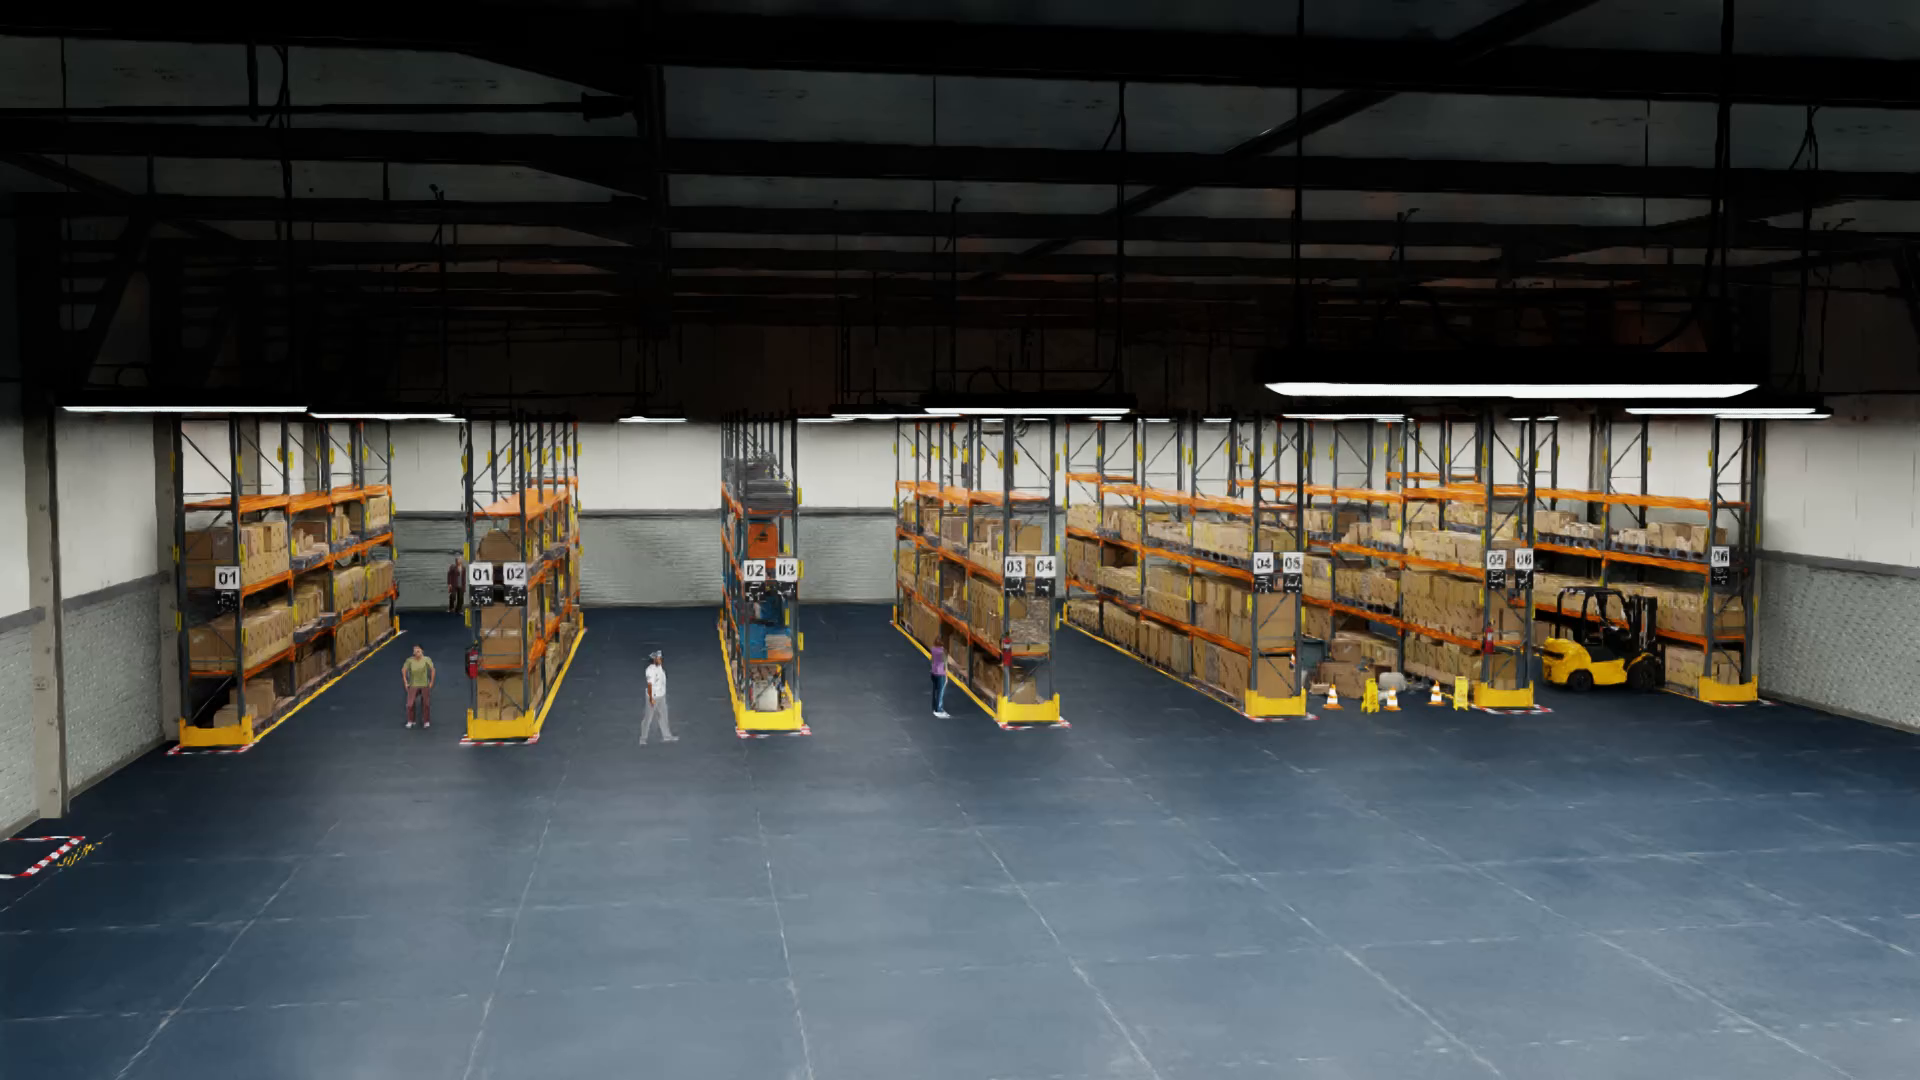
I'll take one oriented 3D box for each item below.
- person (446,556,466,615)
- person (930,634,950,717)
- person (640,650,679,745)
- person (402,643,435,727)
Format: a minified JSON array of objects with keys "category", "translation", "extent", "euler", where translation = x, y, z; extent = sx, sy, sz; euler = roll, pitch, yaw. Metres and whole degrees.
[{"category":"person","translation":[-15.138,1.363,49.932],"extent":[0.612,1.766,0.615],"euler":[-4,6,-44]},{"category":"person","translation":[-0.386,2.695,32.525],"extent":[0.399,1.498,0.468],"euler":[-3,5,-40]},{"category":"person","translation":[-5.428,2.798,29.775],"extent":[0.522,1.673,0.683],"euler":[2,4,23]},{"category":"person","translation":[-10.189,2.738,31.309],"extent":[0.598,1.618,0.507],"euler":[-1,4,-12]}]
